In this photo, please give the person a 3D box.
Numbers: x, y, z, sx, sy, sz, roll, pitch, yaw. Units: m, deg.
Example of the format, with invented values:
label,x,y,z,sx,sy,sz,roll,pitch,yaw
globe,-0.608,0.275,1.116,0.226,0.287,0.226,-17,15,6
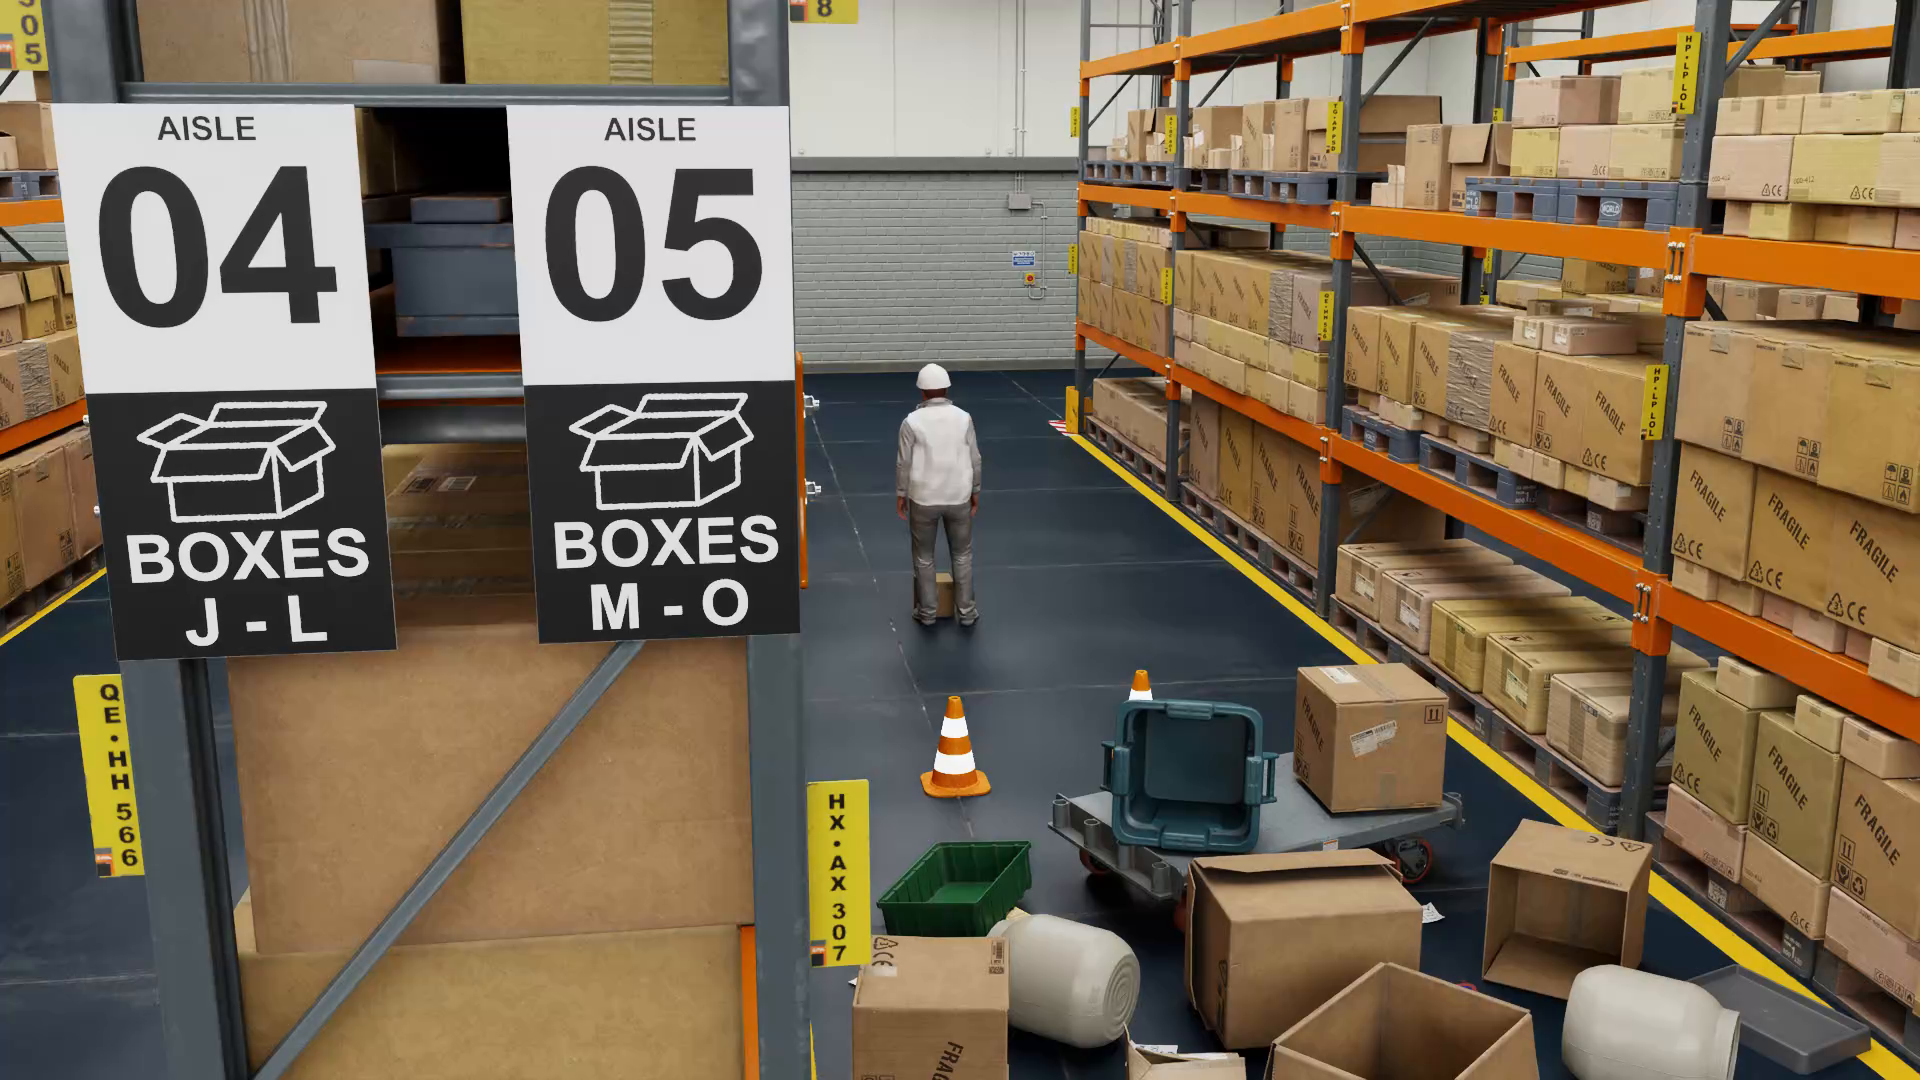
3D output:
label,x,y,z,sx,sy,sz,roll,pitch,yaw
person,-0.145,-0.297,11.206,0.594,1.772,0.471,-3,13,-12
